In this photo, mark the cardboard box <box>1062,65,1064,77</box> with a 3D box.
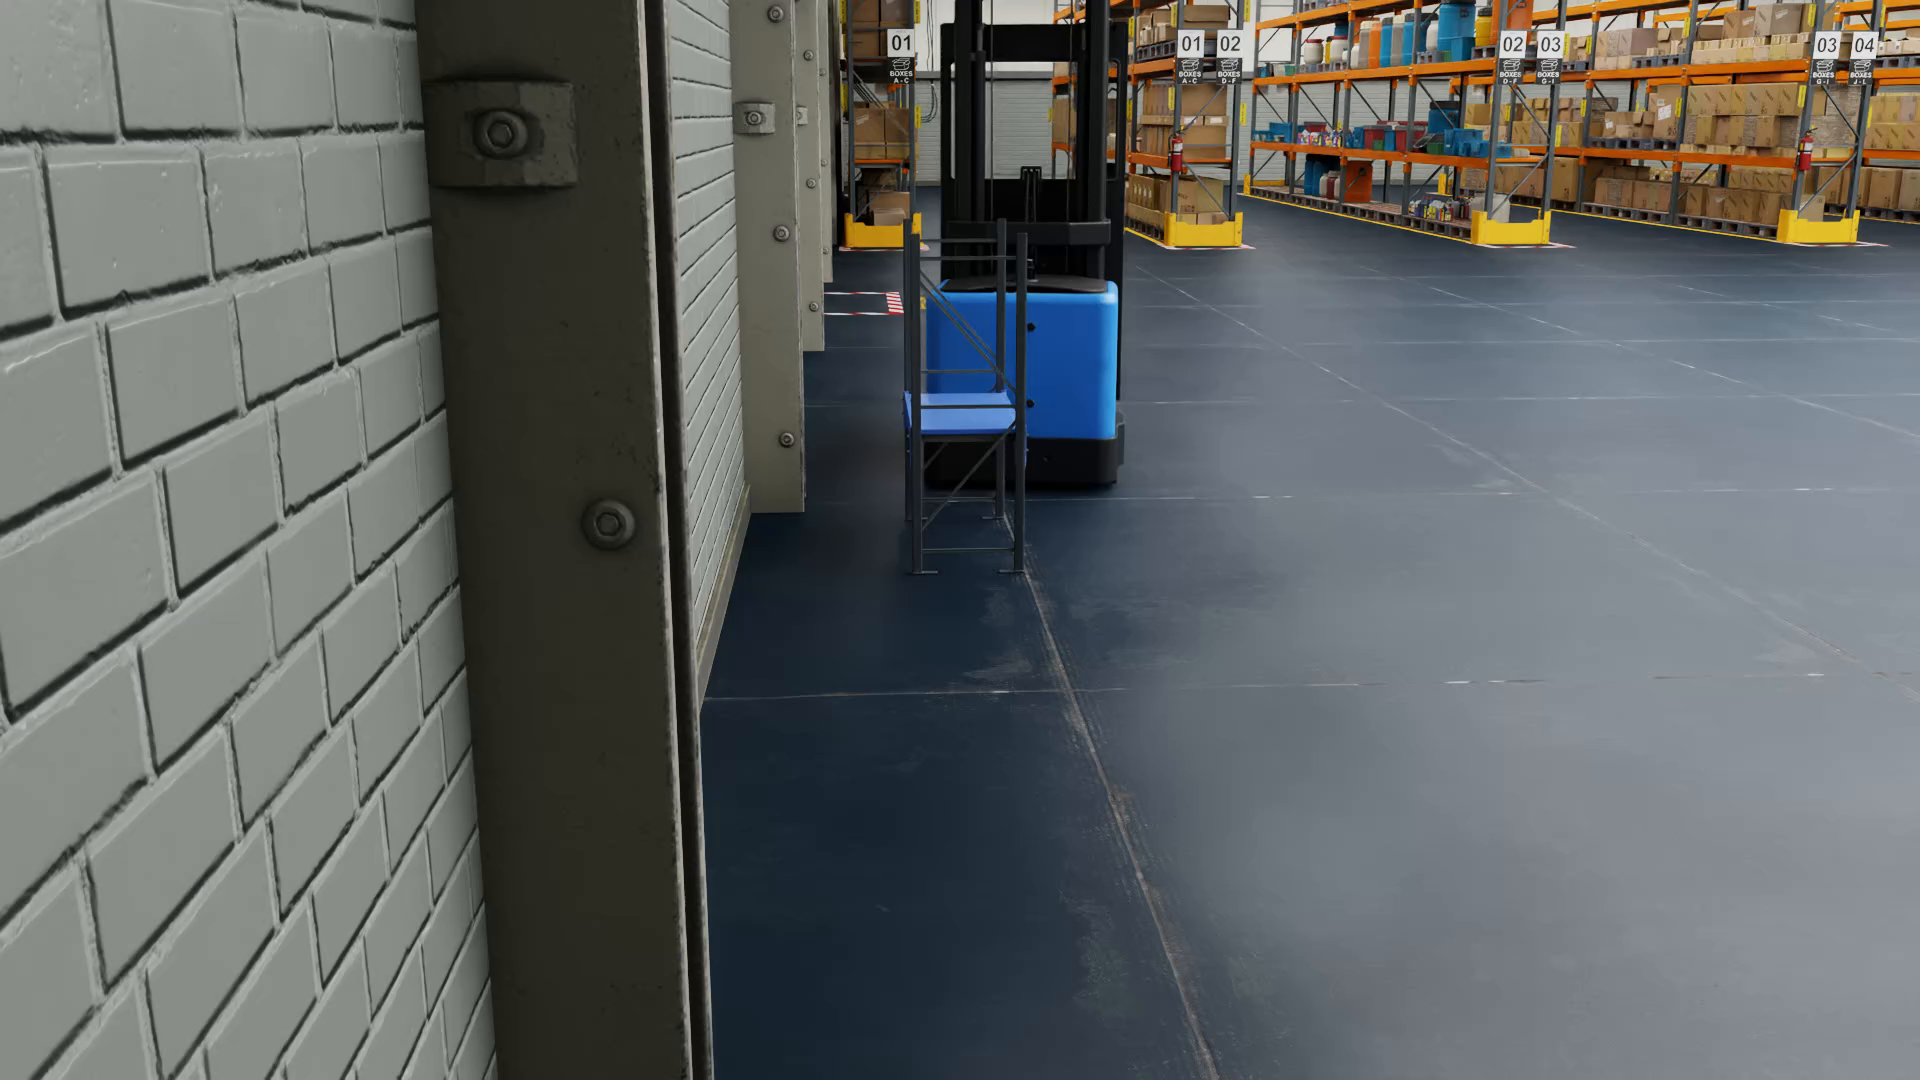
[{"bbox_3d":[2.638,-10.891,38.618,0.500,0.250,0.500,-1,14,-3],"label":"cardboard box"}]

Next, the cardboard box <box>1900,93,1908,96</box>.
[{"bbox_3d":[22.463,-10.499,39.301,0.380,0.149,0.250,-1,14,-4],"label":"cardboard box"}]

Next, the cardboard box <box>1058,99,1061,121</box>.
[{"bbox_3d":[2.602,-10.180,39.365,0.500,0.500,0.500,-1,14,-3],"label":"cardboard box"}]

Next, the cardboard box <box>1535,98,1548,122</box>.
[{"bbox_3d":[12.986,-9.378,36.241,0.797,0.503,0.637,-1,14,-3],"label":"cardboard box"}]

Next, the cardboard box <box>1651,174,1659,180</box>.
[{"bbox_3d":[17.353,-8.983,41.202,0.380,0.149,0.250,-1,14,-4],"label":"cardboard box"}]

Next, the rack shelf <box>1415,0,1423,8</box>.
[{"bbox_3d":[8.583,-8.973,27.088,1.077,0.370,4.000,-1,14,-3],"label":"rack shelf"}]

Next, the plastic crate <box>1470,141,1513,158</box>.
[{"bbox_3d":[8.377,-6.160,26.248,0.499,0.251,0.616,-1,14,-3],"label":"plastic crate"}]

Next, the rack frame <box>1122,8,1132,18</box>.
[{"bbox_3d":[3.267,-10.932,32.455,1.000,3.000,0.127,-1,14,-3],"label":"rack frame"}]

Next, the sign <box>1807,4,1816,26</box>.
[{"bbox_3d":[13.095,-8.067,25.562,0.100,0.325,0.005,-1,14,-3],"label":"sign"}]

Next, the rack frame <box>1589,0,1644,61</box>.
[{"bbox_3d":[13.155,-11.084,33.046,1.000,3.000,0.127,-1,14,-3],"label":"rack frame"}]

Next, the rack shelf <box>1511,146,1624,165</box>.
[{"bbox_3d":[13.031,-8.328,35.816,1.077,0.370,4.000,-1,14,-3],"label":"rack shelf"}]

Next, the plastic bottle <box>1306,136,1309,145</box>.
[{"bbox_3d":[7.621,-8.735,36.355,0.097,0.201,0.097,0,14,0],"label":"plastic bottle"}]

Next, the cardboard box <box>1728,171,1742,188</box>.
[{"bbox_3d":[17.645,-8.030,37.388,0.500,0.500,0.500,0,14,-1],"label":"cardboard box"}]

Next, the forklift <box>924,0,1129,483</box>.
[{"bbox_3d":[0.451,-2.039,10.068,1.130,2.935,3.031,1,14,5],"label":"forklift"}]

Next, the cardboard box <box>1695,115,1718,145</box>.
[{"bbox_3d":[13.365,-7.138,28.953,0.875,0.500,0.500,-1,14,-3],"label":"cardboard box"}]

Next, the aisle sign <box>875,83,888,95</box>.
[{"bbox_3d":[-1.877,-11.220,40.398,0.394,0.787,0.004,-1,14,-3],"label":"aisle sign"}]

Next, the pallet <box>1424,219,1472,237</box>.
[{"bbox_3d":[8.538,-5.285,28.143,1.003,0.211,1.213,-1,14,-3],"label":"pallet"}]

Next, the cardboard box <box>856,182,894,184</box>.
[{"bbox_3d":[-1.605,-6.520,31.482,0.700,0.500,0.500,-1,14,-4],"label":"cardboard box"}]

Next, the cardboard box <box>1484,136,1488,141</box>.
[{"bbox_3d":[12.497,-9.378,38.961,0.380,0.149,0.250,-1,14,-2],"label":"cardboard box"}]

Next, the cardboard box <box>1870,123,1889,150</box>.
[{"bbox_3d":[17.964,-7.787,32.070,0.500,0.500,0.500,-1,14,-4],"label":"cardboard box"}]

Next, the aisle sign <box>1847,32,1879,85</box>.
[{"bbox_3d":[13.954,-7.437,25.695,0.394,0.787,0.004,-1,14,-3],"label":"aisle sign"}]

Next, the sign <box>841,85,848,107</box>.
[{"bbox_3d":[-1.736,-6.670,24.971,0.100,0.325,0.005,-1,14,-3],"label":"sign"}]

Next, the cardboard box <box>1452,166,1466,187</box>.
[{"bbox_3d":[12.779,-9.185,41.125,0.875,0.875,0.875,-1,14,-3],"label":"cardboard box"}]

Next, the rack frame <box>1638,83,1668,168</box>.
[{"bbox_3d":[17.616,-10.220,41.726,1.000,3.000,0.127,-1,14,-3],"label":"rack frame"}]

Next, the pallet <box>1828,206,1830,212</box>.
[{"bbox_3d":[18.065,-7.074,35.096,1.003,0.211,1.213,-1,14,-3],"label":"pallet"}]

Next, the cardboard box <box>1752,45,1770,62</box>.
[{"bbox_3d":[13.310,-7.937,27.134,0.500,0.250,0.500,-1,14,-2],"label":"cardboard box"}]

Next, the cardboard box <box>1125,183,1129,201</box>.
[{"bbox_3d":[3.204,-6.271,29.931,0.500,0.311,0.500,-1,14,-3],"label":"cardboard box"}]

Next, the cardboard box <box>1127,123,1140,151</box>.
[{"bbox_3d":[3.420,-7.527,31.060,0.500,0.500,0.500,-1,14,-3],"label":"cardboard box"}]

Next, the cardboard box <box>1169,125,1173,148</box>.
[{"bbox_3d":[3.709,-6.332,26.416,0.700,0.500,0.500,-1,14,-2],"label":"cardboard box"}]

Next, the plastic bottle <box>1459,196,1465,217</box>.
[{"bbox_3d":[8.799,-5.834,29.114,0.144,0.351,0.185,-2,15,-6],"label":"plastic bottle"}]

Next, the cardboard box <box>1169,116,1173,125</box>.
[{"bbox_3d":[3.516,-6.620,26.234,0.380,0.149,0.250,-1,14,-4],"label":"cardboard box"}]

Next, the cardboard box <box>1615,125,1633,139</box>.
[{"bbox_3d":[13.029,-7.889,32.126,0.500,0.250,0.500,-1,14,-5],"label":"cardboard box"}]

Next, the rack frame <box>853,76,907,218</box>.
[{"bbox_3d":[-1.429,-6.954,29.035,1.000,3.000,0.127,-1,14,-3],"label":"rack frame"}]

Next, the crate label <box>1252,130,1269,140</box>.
[{"bbox_3d":[7.402,-9.973,40.984,0.416,0.233,0.303,-1,14,-3],"label":"crate label"}]

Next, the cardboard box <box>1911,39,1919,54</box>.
[{"bbox_3d":[18.063,-9.171,30.887,0.500,0.250,0.500,-1,14,-4],"label":"cardboard box"}]

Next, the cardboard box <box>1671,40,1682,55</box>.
[{"bbox_3d":[13.245,-9.007,30.420,0.396,0.266,0.258,0,14,-1],"label":"cardboard box"}]

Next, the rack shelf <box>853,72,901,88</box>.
[{"bbox_3d":[-1.553,-8.556,30.684,1.077,0.370,4.000,-1,14,-3],"label":"rack shelf"}]

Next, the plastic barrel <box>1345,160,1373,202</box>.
[{"bbox_3d":[8.164,-7.376,34.186,0.600,0.830,0.708,-1,14,-3],"label":"plastic barrel"}]

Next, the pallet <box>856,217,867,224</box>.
[{"bbox_3d":[-1.352,-5.437,28.736,1.003,0.211,1.213,-1,14,-3],"label":"pallet"}]

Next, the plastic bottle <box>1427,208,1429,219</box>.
[{"bbox_3d":[8.101,-5.640,28.661,0.097,0.201,0.097,0,14,0],"label":"plastic bottle"}]

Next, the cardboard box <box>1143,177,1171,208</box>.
[{"bbox_3d":[3.326,-5.773,27.616,0.500,0.500,0.500,-1,14,-3],"label":"cardboard box"}]

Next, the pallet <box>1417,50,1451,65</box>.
[{"bbox_3d":[8.601,-8.291,28.588,1.213,0.211,1.003,-1,14,-3],"label":"pallet"}]

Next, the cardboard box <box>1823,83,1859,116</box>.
[{"bbox_3d":[13.888,-7.007,26.434,0.500,0.500,0.500,-1,14,-3],"label":"cardboard box"}]

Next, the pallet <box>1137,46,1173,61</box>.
[{"bbox_3d":[3.594,-8.230,28.150,1.003,0.211,1.213,-1,14,-3],"label":"pallet"}]

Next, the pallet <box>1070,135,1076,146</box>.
[{"bbox_3d":[2.960,-8.728,36.314,1.003,0.211,1.213,-1,14,-3],"label":"pallet"}]

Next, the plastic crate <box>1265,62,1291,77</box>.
[{"bbox_3d":[7.536,-11.130,39.369,0.504,0.338,0.767,-1,14,-3],"label":"plastic crate"}]

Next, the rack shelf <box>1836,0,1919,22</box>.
[{"bbox_3d":[18.235,-10.096,31.452,1.077,0.370,4.000,-1,14,-3],"label":"rack shelf"}]

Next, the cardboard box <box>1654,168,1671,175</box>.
[{"bbox_3d":[17.334,-9.063,40.917,0.380,0.149,0.250,-1,14,-4],"label":"cardboard box"}]

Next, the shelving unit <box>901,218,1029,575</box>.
[{"bbox_3d":[0.005,-0.705,7.757,0.538,1.500,1.048,-1,14,-3],"label":"shelving unit"}]

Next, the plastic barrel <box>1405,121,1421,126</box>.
[{"bbox_3d":[8.573,-7.597,31.260,0.433,0.535,0.433,0,14,0],"label":"plastic barrel"}]

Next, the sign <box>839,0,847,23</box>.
[{"bbox_3d":[-1.736,-7.837,24.671,0.100,0.325,0.005,-1,14,-3],"label":"sign"}]

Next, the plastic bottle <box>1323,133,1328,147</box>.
[{"bbox_3d":[7.690,-8.424,34.981,0.061,0.283,0.133,-1,14,-3],"label":"plastic bottle"}]

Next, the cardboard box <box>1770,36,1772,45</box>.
[{"bbox_3d":[13.366,-8.085,26.910,0.380,0.149,0.250,-1,14,-3],"label":"cardboard box"}]

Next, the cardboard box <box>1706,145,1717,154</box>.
[{"bbox_3d":[13.161,-6.755,28.765,0.380,0.149,0.250,-1,14,-3],"label":"cardboard box"}]
